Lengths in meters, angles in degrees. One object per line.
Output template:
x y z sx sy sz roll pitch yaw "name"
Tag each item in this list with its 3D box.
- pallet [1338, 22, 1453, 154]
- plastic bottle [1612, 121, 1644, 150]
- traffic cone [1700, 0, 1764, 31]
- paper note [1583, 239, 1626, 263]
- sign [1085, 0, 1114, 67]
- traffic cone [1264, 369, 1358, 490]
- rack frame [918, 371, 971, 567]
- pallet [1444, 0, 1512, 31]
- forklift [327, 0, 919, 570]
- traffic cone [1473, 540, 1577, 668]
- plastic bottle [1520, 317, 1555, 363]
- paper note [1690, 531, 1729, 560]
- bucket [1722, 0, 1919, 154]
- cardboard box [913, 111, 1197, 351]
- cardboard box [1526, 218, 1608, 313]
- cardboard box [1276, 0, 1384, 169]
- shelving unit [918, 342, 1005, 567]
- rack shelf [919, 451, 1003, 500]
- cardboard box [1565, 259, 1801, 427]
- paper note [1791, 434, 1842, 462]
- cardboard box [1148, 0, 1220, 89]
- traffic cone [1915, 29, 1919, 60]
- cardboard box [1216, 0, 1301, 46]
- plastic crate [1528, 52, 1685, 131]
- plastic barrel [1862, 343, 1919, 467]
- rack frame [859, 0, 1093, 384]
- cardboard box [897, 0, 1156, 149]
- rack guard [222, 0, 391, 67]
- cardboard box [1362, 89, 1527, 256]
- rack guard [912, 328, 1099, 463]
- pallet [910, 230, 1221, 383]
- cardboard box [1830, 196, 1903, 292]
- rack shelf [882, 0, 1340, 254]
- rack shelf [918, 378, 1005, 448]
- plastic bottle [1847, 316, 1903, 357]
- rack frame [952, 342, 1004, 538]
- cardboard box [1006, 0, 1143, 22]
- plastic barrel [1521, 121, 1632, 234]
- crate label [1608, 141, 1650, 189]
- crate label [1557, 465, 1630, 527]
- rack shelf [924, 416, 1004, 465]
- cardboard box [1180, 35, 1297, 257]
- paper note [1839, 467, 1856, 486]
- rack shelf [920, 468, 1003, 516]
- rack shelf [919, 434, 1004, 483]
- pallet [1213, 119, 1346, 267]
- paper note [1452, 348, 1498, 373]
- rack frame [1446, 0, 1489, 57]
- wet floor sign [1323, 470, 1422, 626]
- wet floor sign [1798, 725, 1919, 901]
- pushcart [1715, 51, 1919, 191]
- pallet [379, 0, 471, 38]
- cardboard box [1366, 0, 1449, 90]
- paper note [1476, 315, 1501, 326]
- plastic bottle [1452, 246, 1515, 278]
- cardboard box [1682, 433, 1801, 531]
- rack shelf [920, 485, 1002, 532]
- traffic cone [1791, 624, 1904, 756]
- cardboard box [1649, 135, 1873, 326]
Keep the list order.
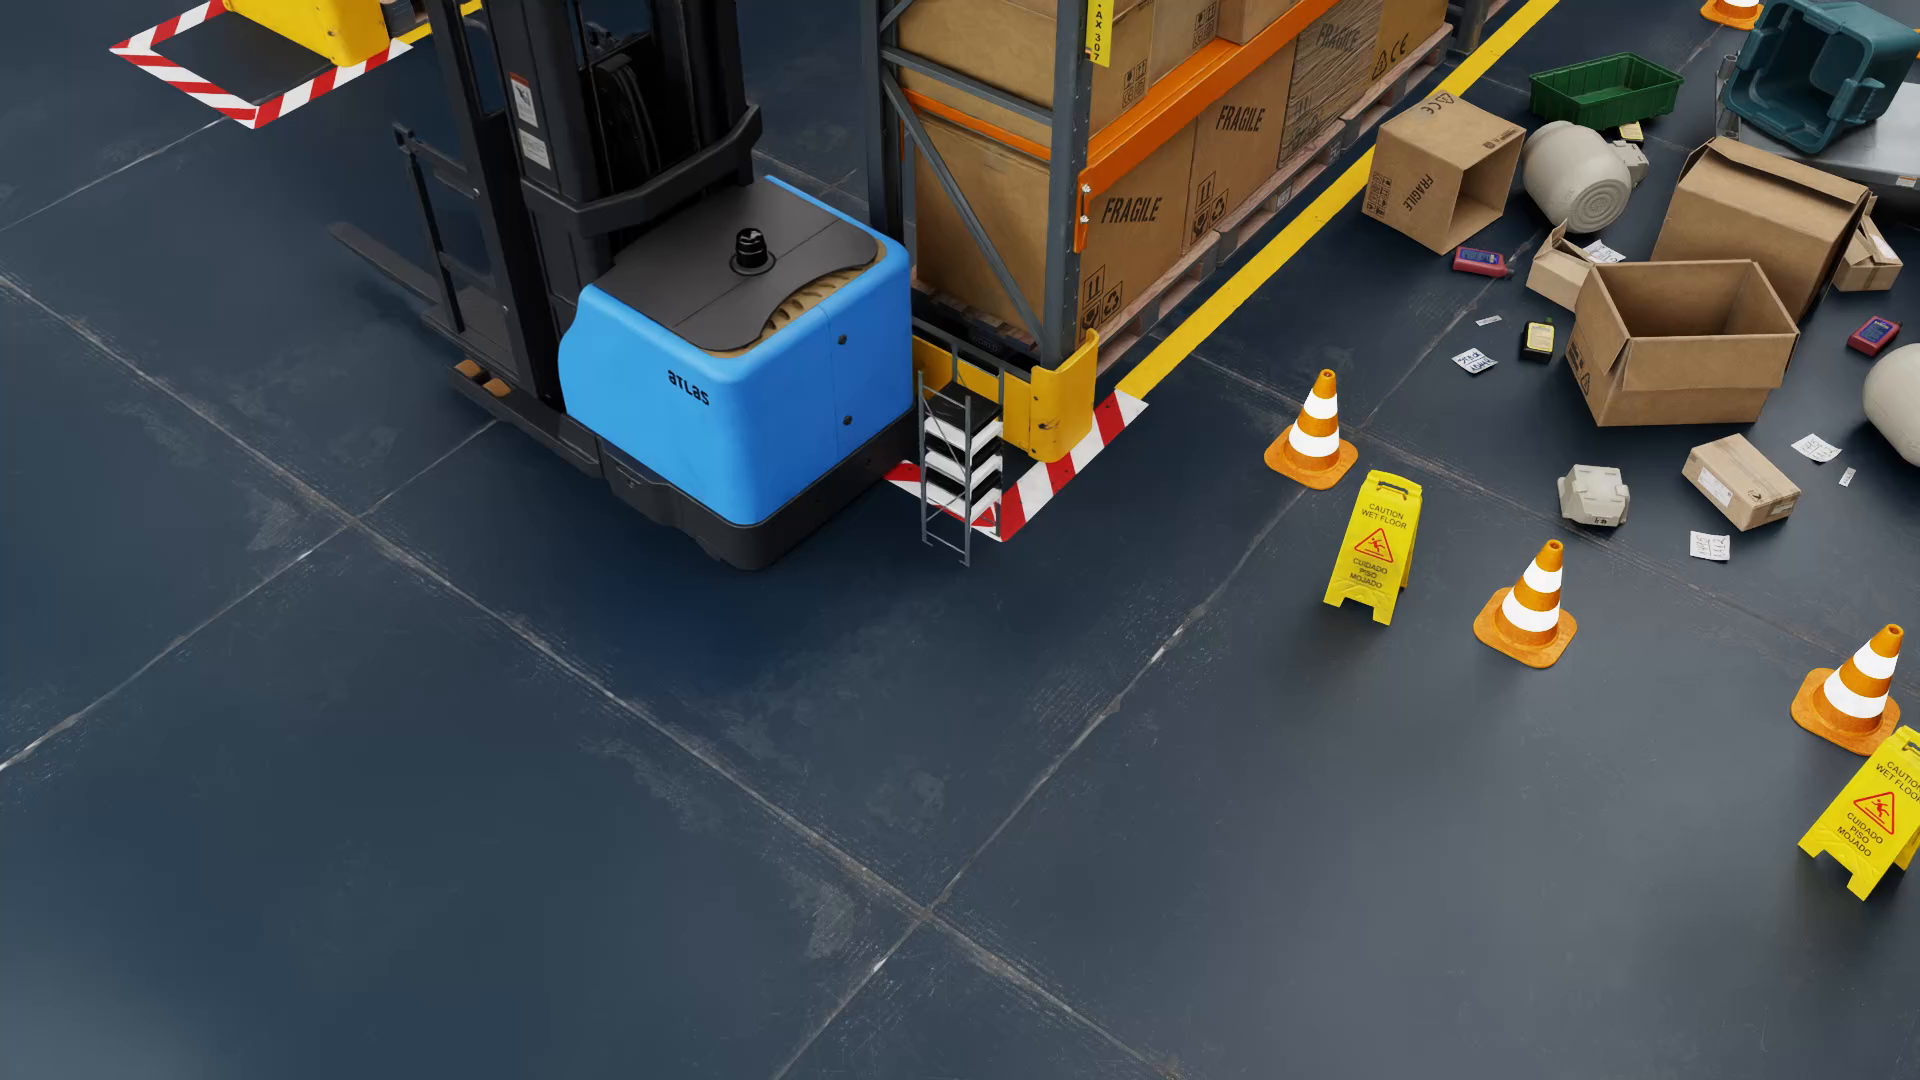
1.965 -2.639 9.125 1.003 0.211 1.213 29 53 25 "pallet"
3.517 -2.162 8.773 0.133 0.061 0.283 6 47 5 "plastic bottle"
4.507 -3.226 9.512 0.336 0.463 0.334 29 53 25 "traffic cone"
3.110 -1.388 8.061 0.155 0.023 0.172 -25 51 -22 "paper note"
0.482 -1.791 5.733 0.100 0.325 0.005 29 53 25 "sign"
1.495 -0.514 6.921 0.336 0.463 0.334 29 53 25 "traffic cone"
-0.057 -0.257 6.373 0.240 0.900 0.006 29 53 25 "rack frame"
2.904 -3.514 9.961 1.003 0.211 1.213 29 53 25 "pallet"
-1.623 -1.811 6.453 3.031 2.935 1.130 32 54 27 "forklift"
2.181 0.180 6.258 0.336 0.463 0.334 29 53 25 "traffic cone"
2.641 -0.925 7.592 0.133 0.061 0.283 13 48 12 "plastic bottle"
3.028 0.021 6.708 0.148 0.019 0.142 13 48 12 "paper note"
4.233 -2.300 8.085 0.620 0.611 0.726 -17 48 -29 "bucket"
0.409 -1.542 7.328 0.875 0.875 0.875 29 53 25 "cardboard box"
2.899 -1.260 7.770 0.258 0.266 0.396 -33 55 -28 "cardboard box"
1.504 -2.567 8.307 0.875 0.875 0.875 30 53 25 "cardboard box"
0.005 -0.315 6.429 0.258 0.900 0.210 29 53 25 "shelving unit"
0.005 -0.292 6.453 0.258 0.077 0.200 29 53 25 "rack shelf"
3.096 -0.845 7.210 0.797 0.503 0.637 -2 46 -2 "cardboard box"
3.666 -0.394 7.114 0.142 0.019 0.148 -25 51 -22 "paper note"
0.556 -2.322 6.790 0.875 0.550 0.550 29 53 25 "cardboard box"
5.507 -2.932 9.231 0.336 0.463 0.334 29 53 25 "traffic cone"
0.998 -2.587 7.043 0.875 0.550 0.550 29 53 25 "cardboard box"
3.422 -2.373 8.847 0.662 0.188 0.450 -17 39 -15 "plastic crate"
4.090 -0.545 6.978 0.421 0.421 0.512 -9 47 -8 "plastic barrel"
0.046 -1.714 6.313 1.000 3.000 0.127 29 53 25 "rack frame"
0.237 -1.998 6.481 0.875 0.550 0.550 29 53 25 "cardboard box"
-3.770 -3.145 9.408 1.175 0.500 0.348 29 53 25 "rack guard"
2.355 -1.798 8.120 0.500 0.500 0.500 -33 55 -28 "cardboard box"
0.032 -0.837 7.204 1.175 0.500 0.348 29 53 25 "rack guard"
0.473 -1.243 7.791 1.003 0.211 1.213 29 53 25 "pallet"
4.274 -1.410 7.914 0.258 0.266 0.396 -2 46 -2 "cardboard box"
1.269 -2.610 7.666 1.077 0.370 4.000 29 53 25 "rack shelf"
0.005 -0.479 6.258 0.258 0.077 0.200 29 53 25 "rack shelf"
4.198 -0.948 7.613 0.283 0.061 0.133 -33 55 -28 "plastic bottle"
0.067 -0.374 6.484 0.240 0.900 0.006 29 53 25 "rack frame"
0.304 -2.334 6.055 0.875 0.550 0.550 29 53 25 "cardboard box"
3.012 -1.785 8.163 0.421 0.421 0.512 -9 47 -8 "plastic barrel"
3.351 -1.923 8.492 0.298 0.136 0.250 -2 46 -2 "crate label"
2.613 -0.184 6.831 0.250 0.136 0.298 6 47 5 "crate label"
0.005 -0.417 6.323 0.258 0.077 0.200 29 53 25 "rack shelf"
0.945 -2.047 7.810 0.875 0.875 0.875 28 53 24 "cardboard box"
3.735 -0.266 6.997 0.032 0.001 0.123 29 53 25 "paper note"
0.005 -0.230 6.518 0.258 0.077 0.200 29 53 25 "rack shelf"
0.005 -0.355 6.388 0.258 0.077 0.200 29 53 25 "rack shelf"
1.220 -1.938 8.455 1.003 0.211 1.213 29 53 25 "pallet"
2.323 -0.811 7.504 0.142 0.017 0.144 -25 51 -22 "paper note"
2.492 -4.003 8.499 1.000 3.000 0.127 29 53 25 "rack frame"
1.596 -0.009 6.312 0.267 0.644 0.232 21 50 19 "wet floor sign"
3.062 0.866 5.477 0.232 0.644 0.267 -25 51 -22 "wet floor sign"
4.636 -1.946 8.348 1.648 0.377 0.936 13 48 12 "pushcart"
-3.246 -3.494 9.942 1.003 0.211 1.213 29 53 25 "pallet"
2.052 -3.085 8.801 0.875 0.875 0.875 30 53 26 "cardboard box"
2.454 -1.018 7.716 0.123 0.001 0.032 -17 49 -15 "paper note"
2.517 -1.328 7.977 0.283 0.061 0.133 13 48 12 "plastic bottle"
3.228 -0.241 6.878 0.250 0.149 0.380 -17 49 -15 "cardboard box"
0.005 -0.168 6.583 0.258 0.077 0.200 29 53 25 "rack shelf"
3.267 0.477 5.975 0.336 0.463 0.334 29 53 25 "traffic cone"
3.661 -1.431 7.675 0.797 0.637 0.503 29 53 25 "cardboard box"
